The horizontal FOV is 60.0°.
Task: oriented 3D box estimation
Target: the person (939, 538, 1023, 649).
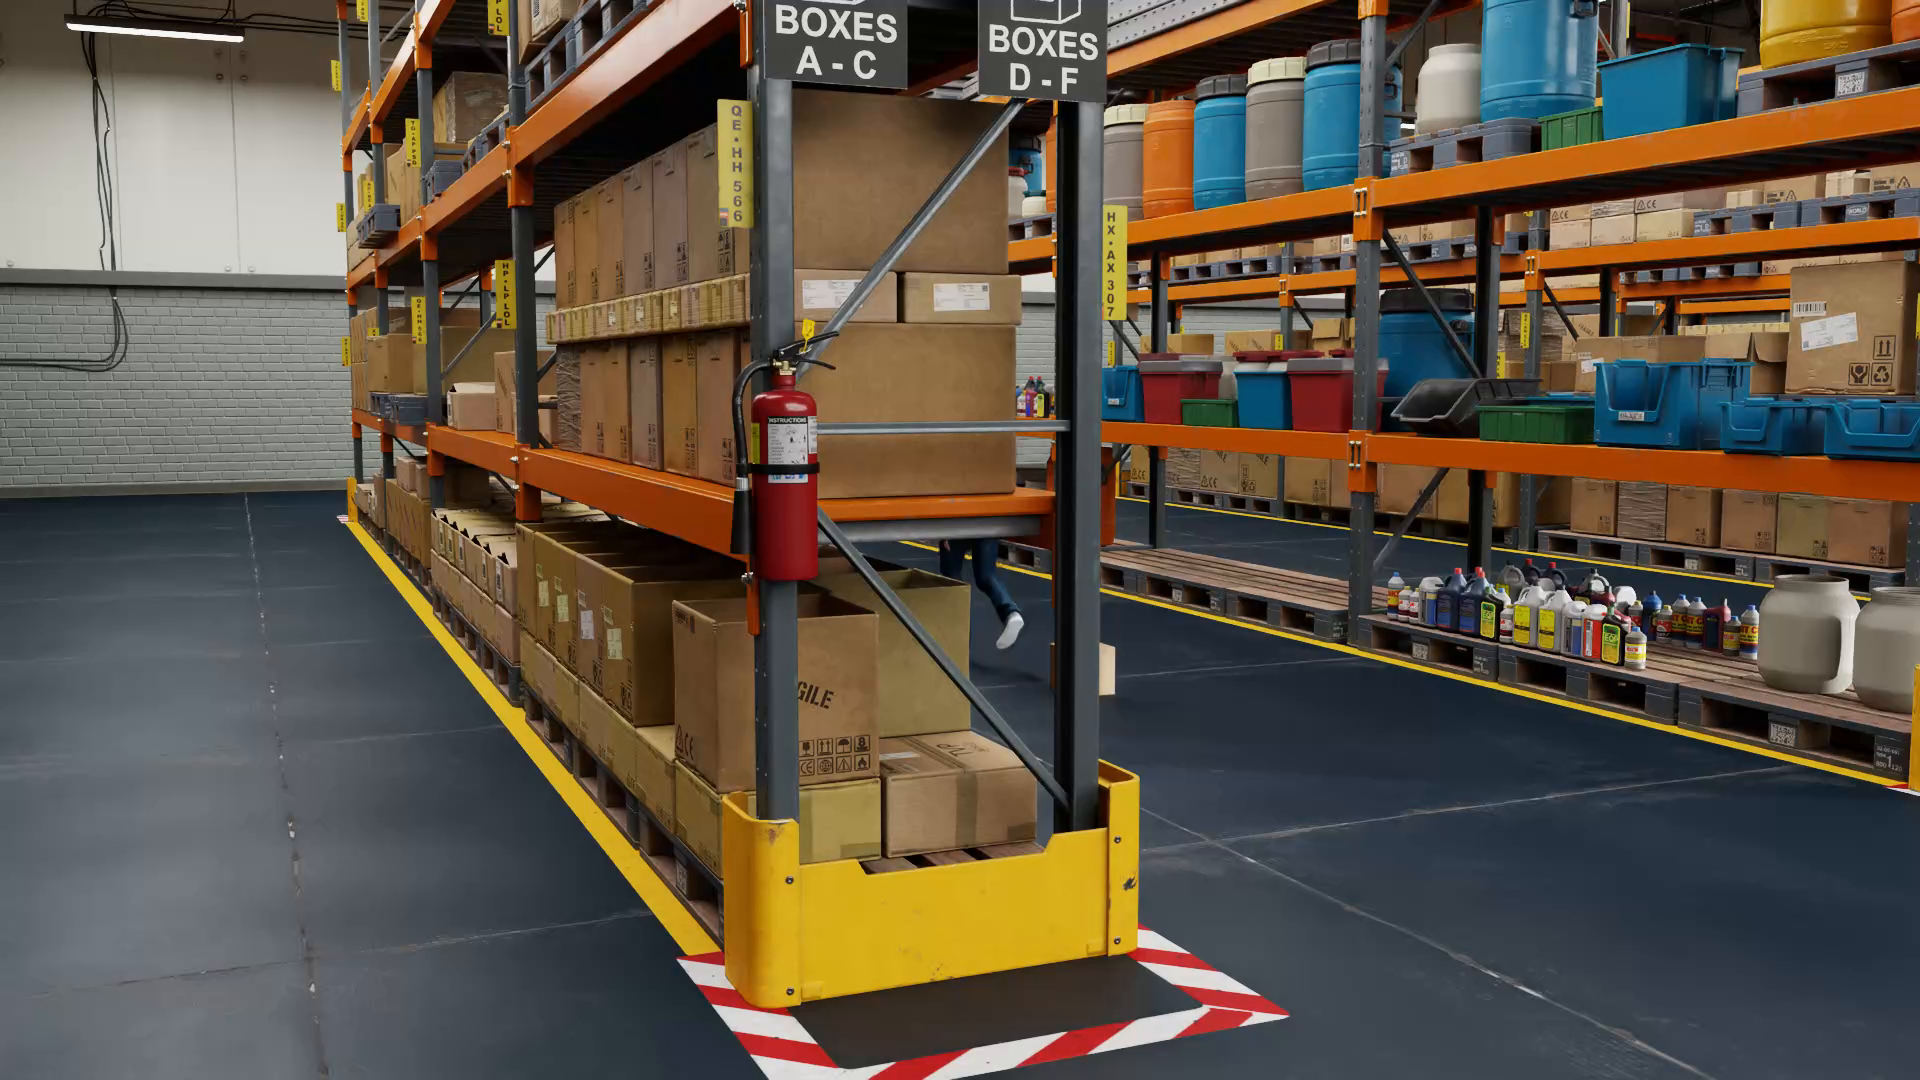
[{"bbox_3d":[0.104,-0.098,9.593,0.426,1.569,0.770,-3,6,-30],"label":"person"}]
